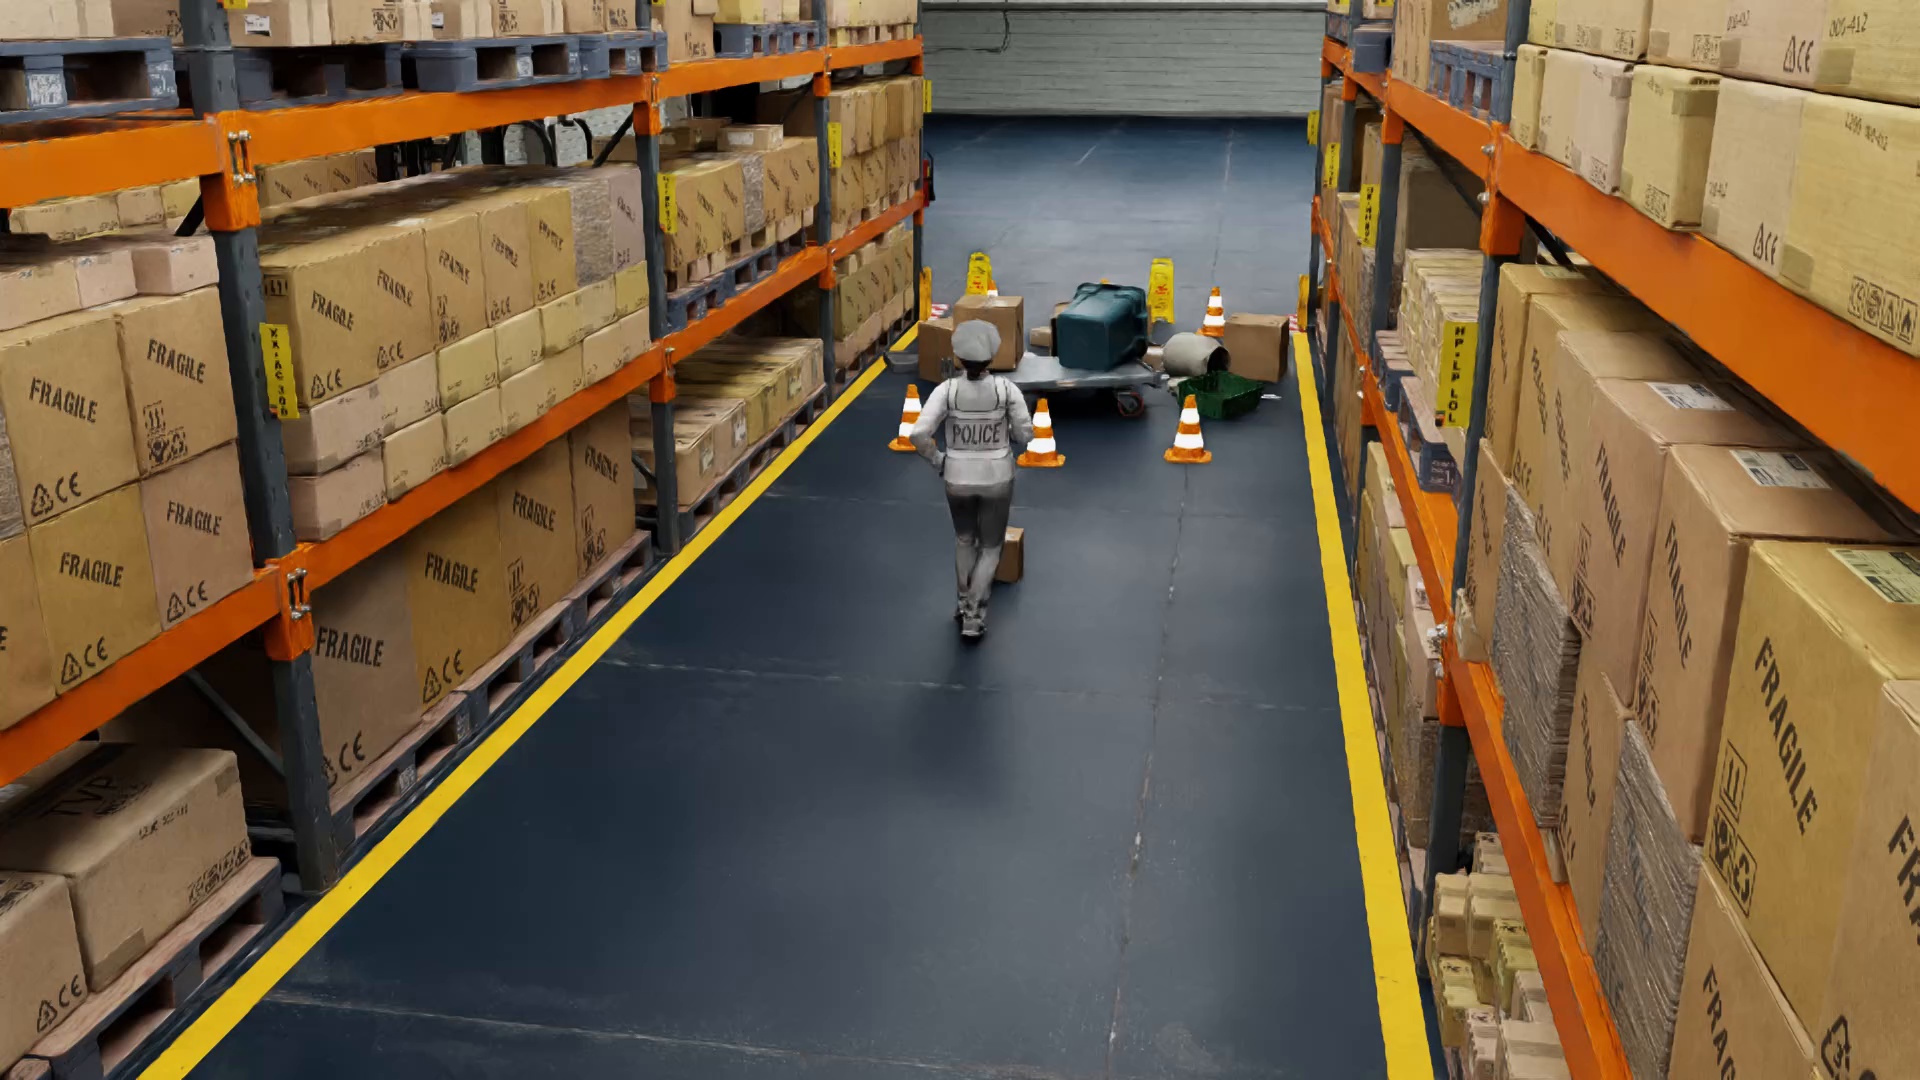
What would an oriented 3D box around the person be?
[{"bbox_3d":[0.086,-0.292,8.494,0.593,1.715,0.623,3,18,9],"label":"person"}]
